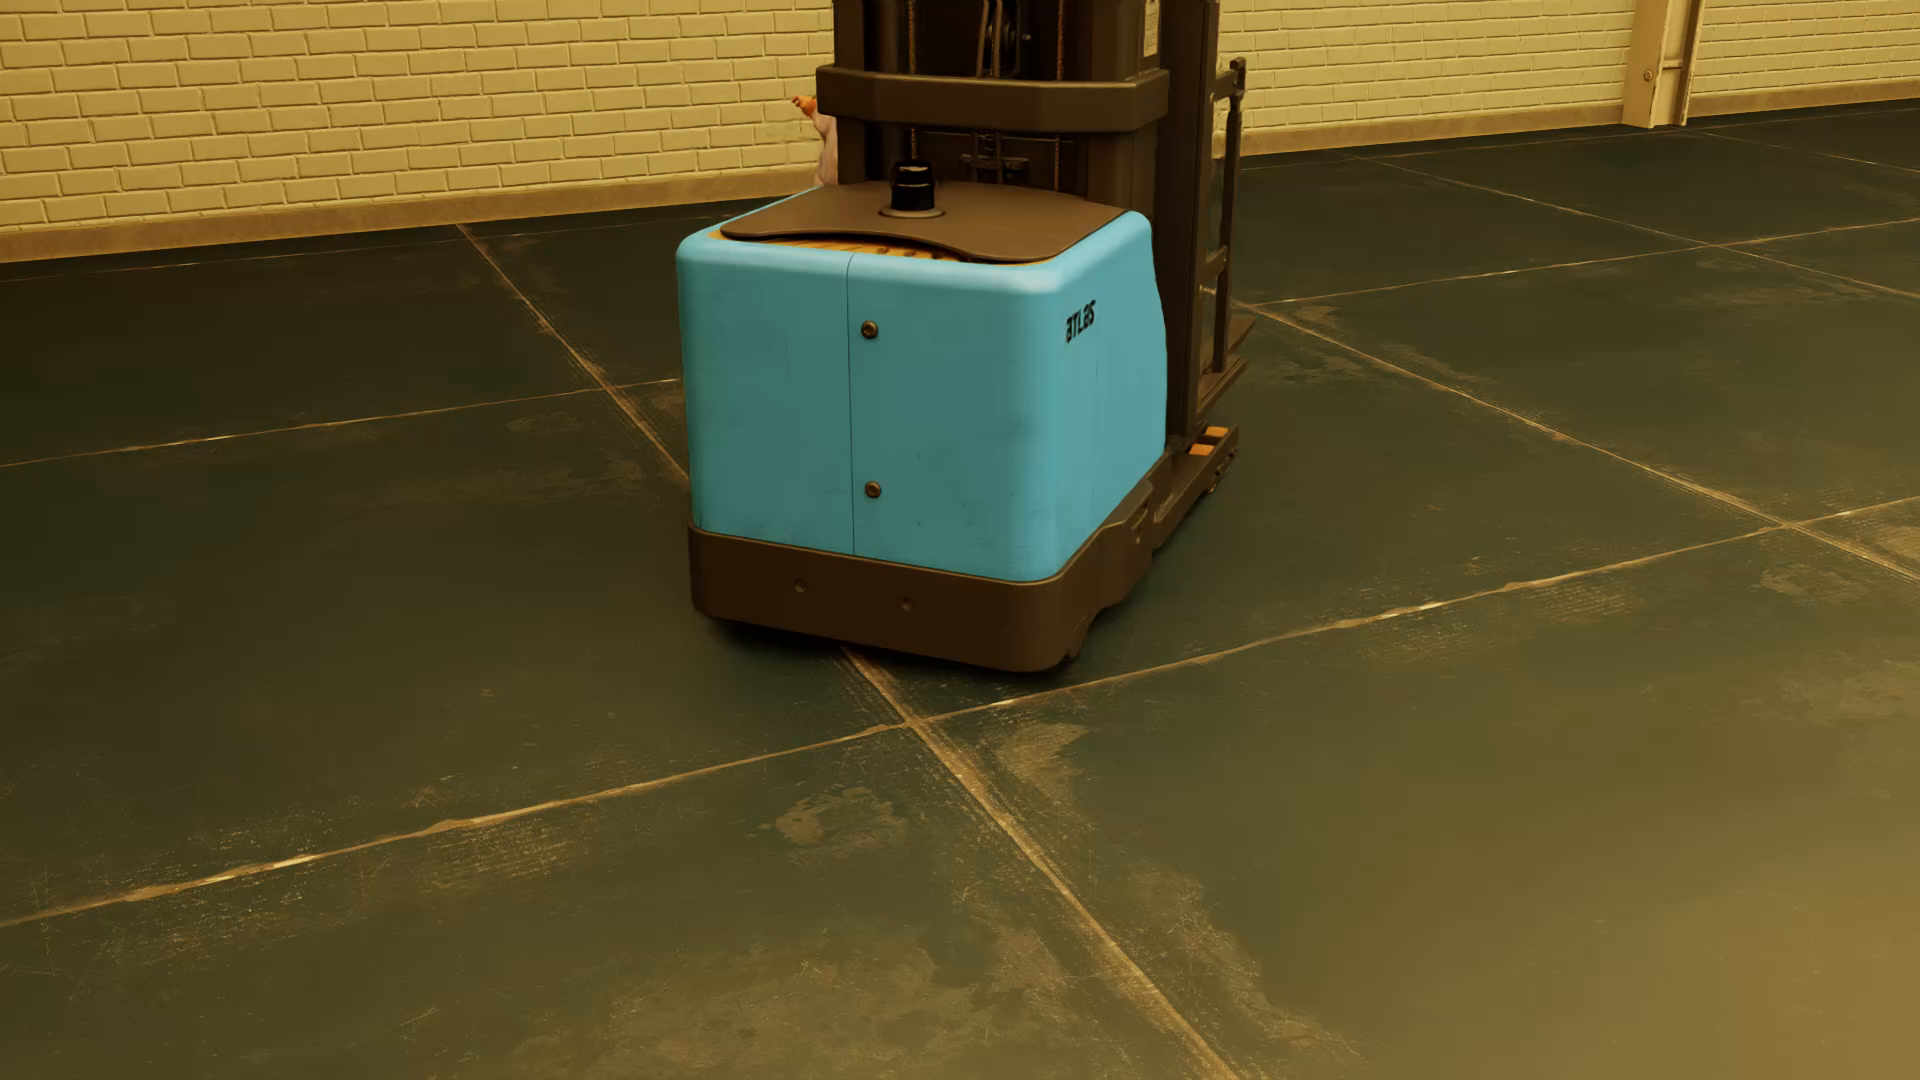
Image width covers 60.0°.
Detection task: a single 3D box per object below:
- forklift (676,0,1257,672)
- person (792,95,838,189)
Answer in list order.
[{"bbox_3d":[0.303,-1.559,5.039,1.130,2.935,3.031,9,24,20],"label":"forklift"},{"bbox_3d":[-0.222,-0.875,5.534,0.682,1.344,1.286,-2,23,-5],"label":"person"}]
